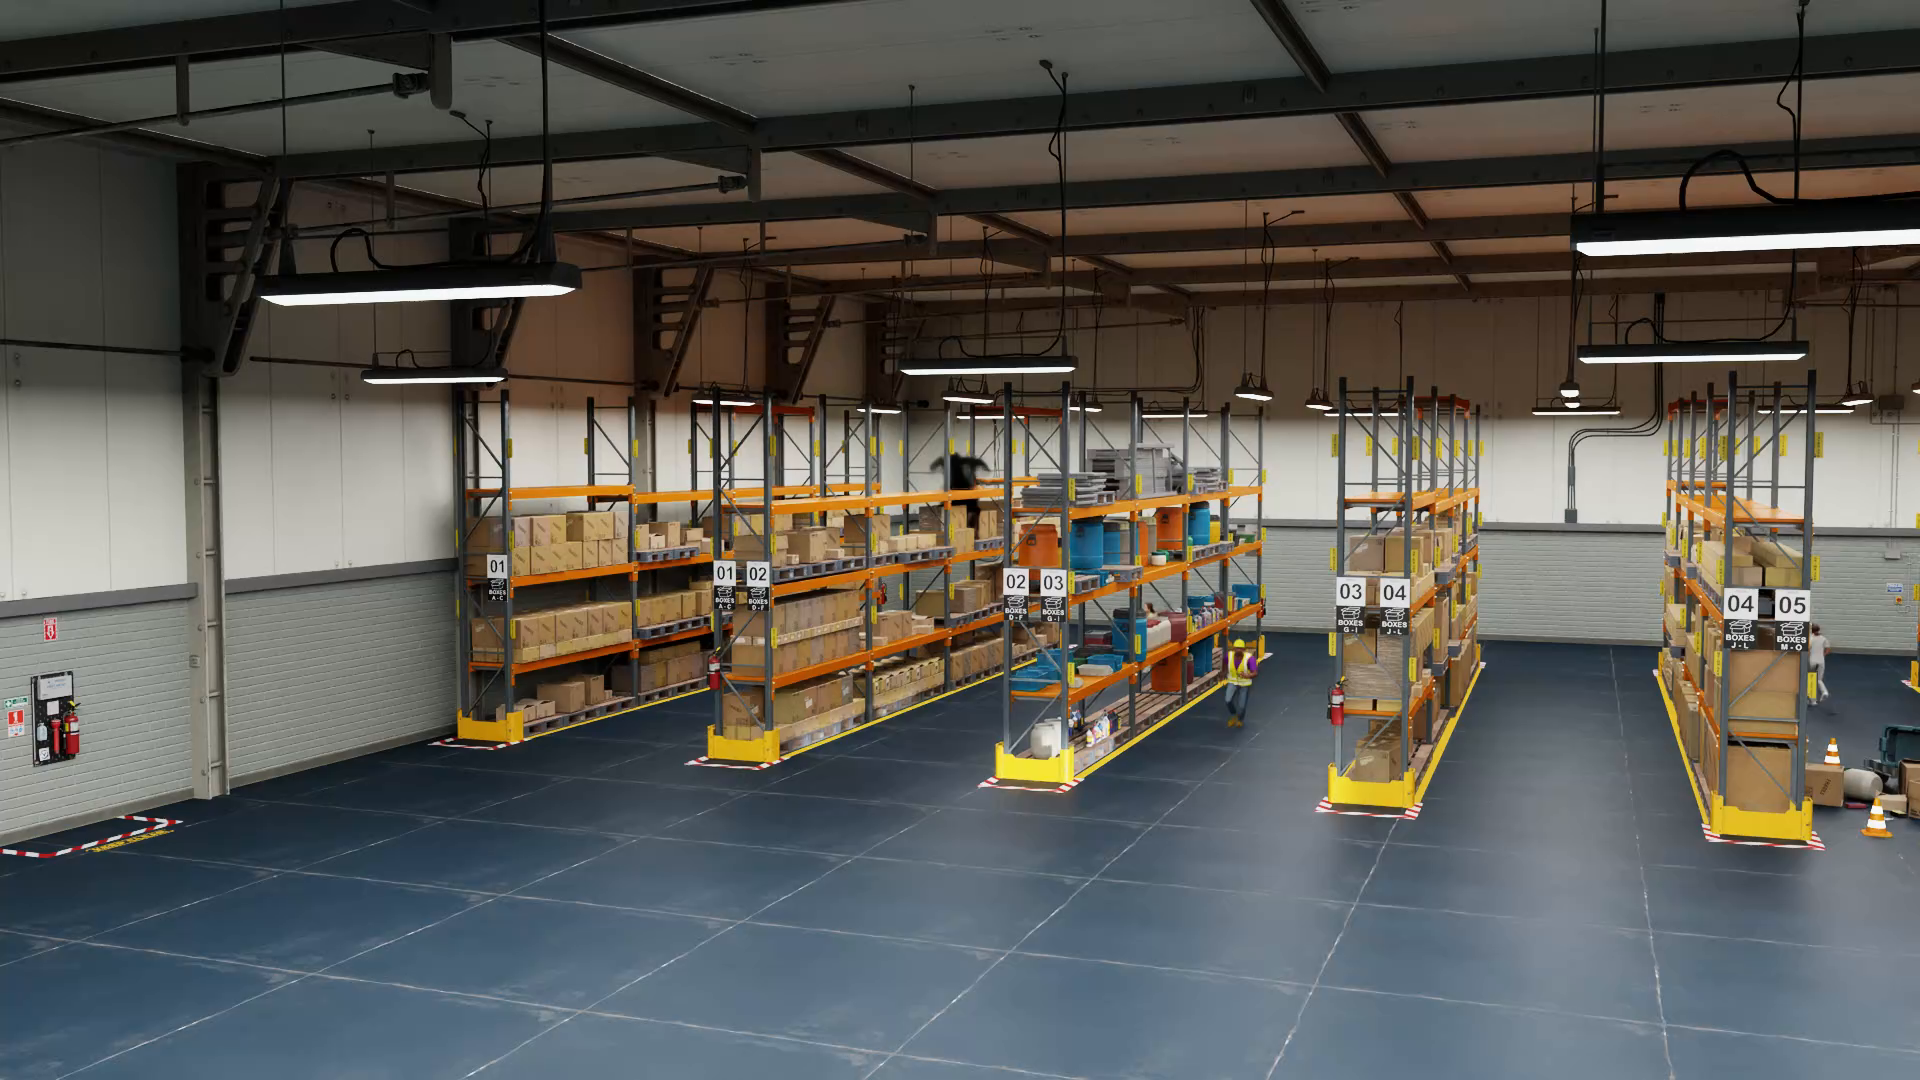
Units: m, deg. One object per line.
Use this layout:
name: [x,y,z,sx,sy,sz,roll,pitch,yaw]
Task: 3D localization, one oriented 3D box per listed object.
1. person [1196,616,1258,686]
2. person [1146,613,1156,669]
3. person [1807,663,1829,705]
person: [4.989,2.083,31.458,1.681,0.777,4.863,1,3,16]
person: [4.330,2.254,37.150,0.579,1.292,0.606,-1,3,-14]
person: [16.602,2.644,32.230,0.337,1.176,0.737,0,3,7]
